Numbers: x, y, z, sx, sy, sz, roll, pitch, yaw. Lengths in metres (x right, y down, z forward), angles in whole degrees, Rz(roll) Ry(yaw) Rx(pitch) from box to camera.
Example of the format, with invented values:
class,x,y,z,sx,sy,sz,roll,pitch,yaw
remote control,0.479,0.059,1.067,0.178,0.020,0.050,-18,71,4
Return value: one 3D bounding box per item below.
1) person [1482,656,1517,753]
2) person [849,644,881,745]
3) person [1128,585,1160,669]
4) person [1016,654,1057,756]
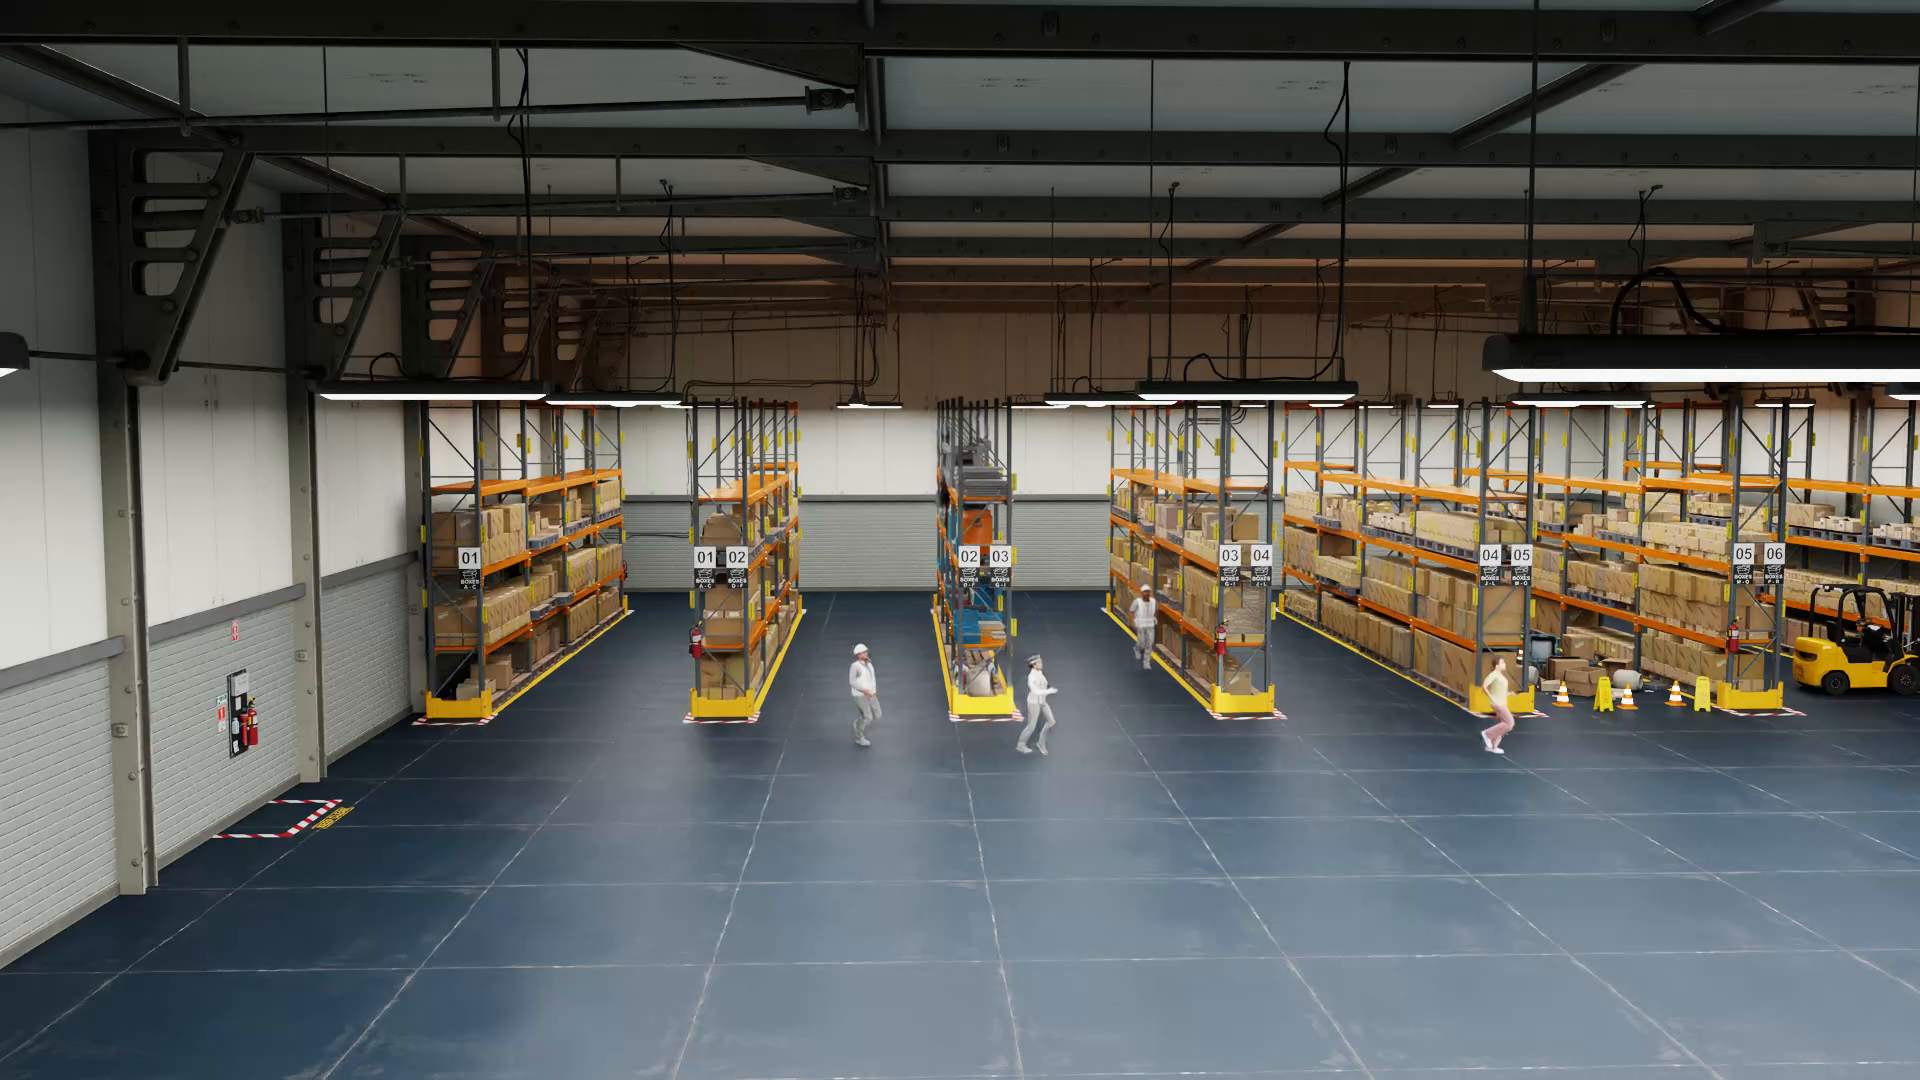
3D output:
class,x,y,z,sx,sy,sz,roll,pitch,yaw
person,9.043,2.759,27.845,0.537,1.630,0.573,3,5,30
person,-1.644,2.653,28.624,0.523,1.736,0.668,3,5,30
person,3.921,1.840,35.175,0.702,1.767,0.804,-1,5,-12
person,1.288,2.747,27.642,0.703,1.725,0.579,2,5,24
